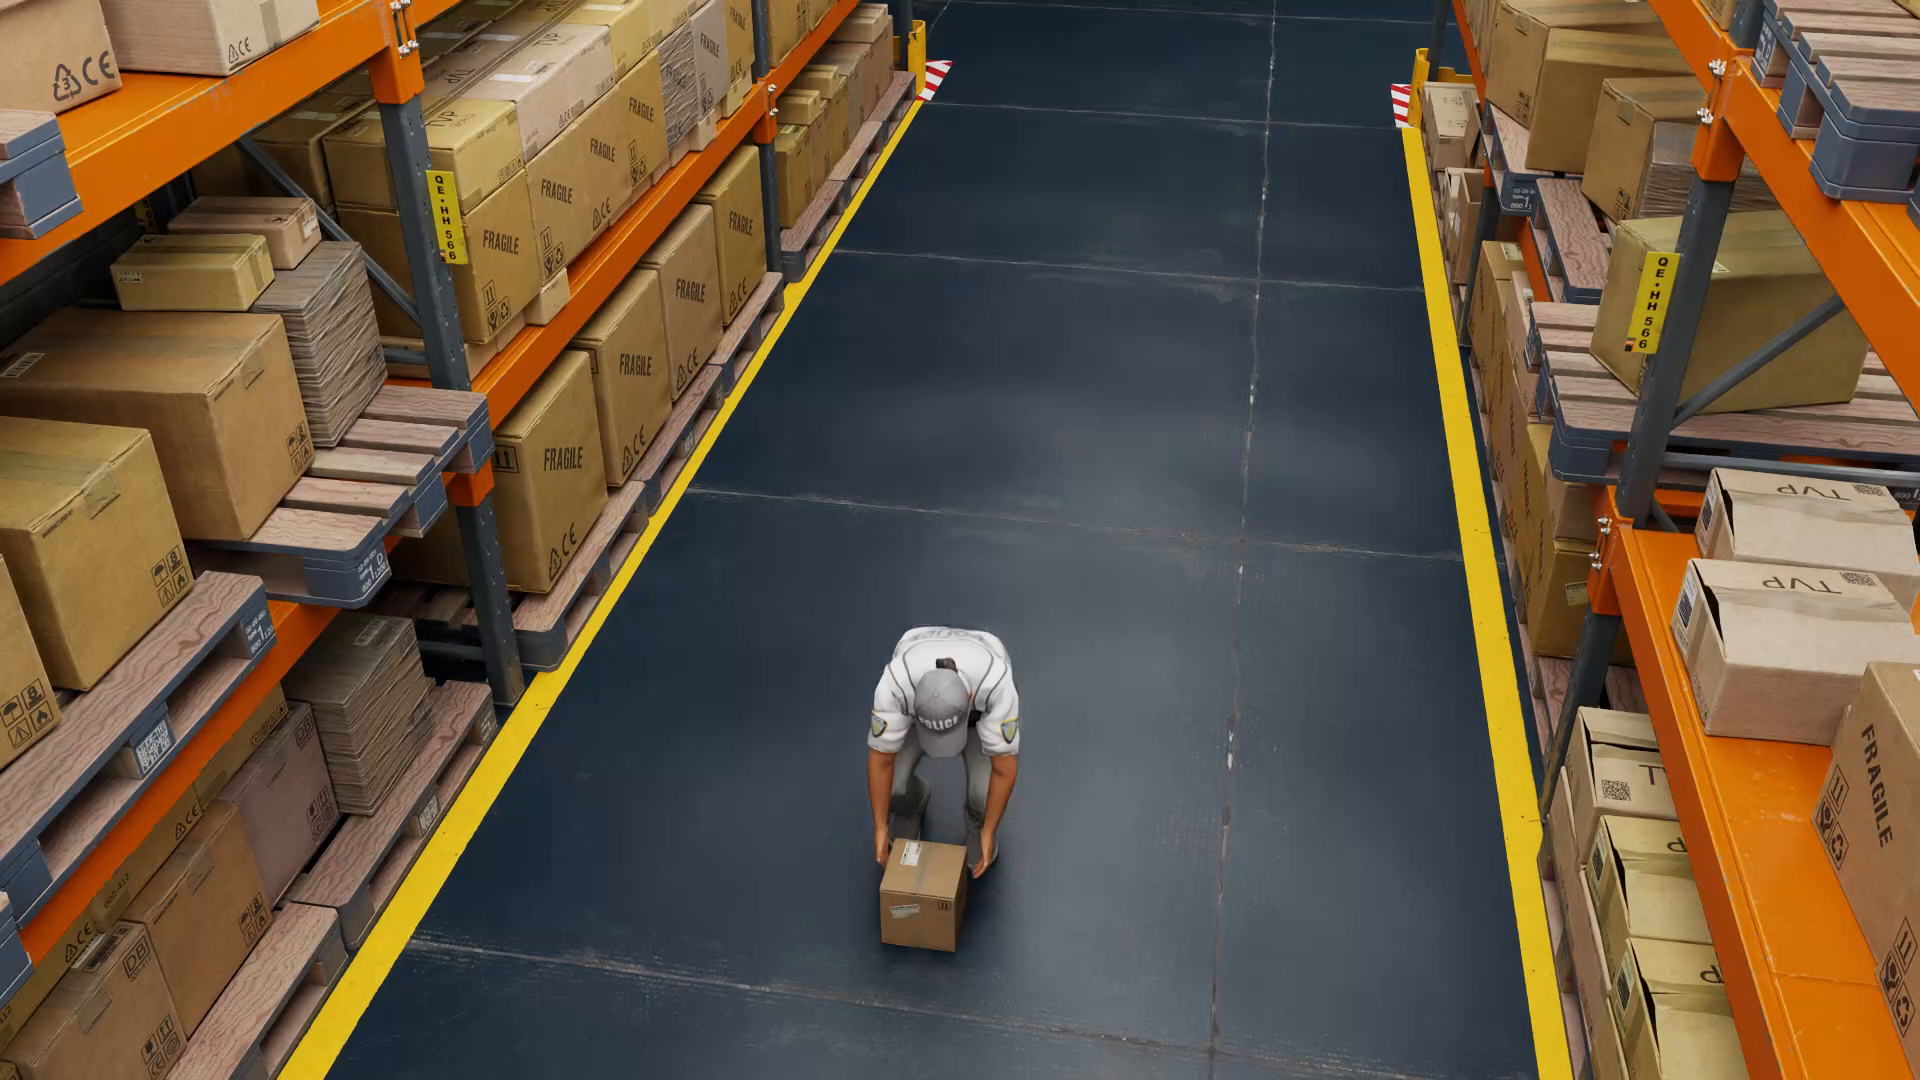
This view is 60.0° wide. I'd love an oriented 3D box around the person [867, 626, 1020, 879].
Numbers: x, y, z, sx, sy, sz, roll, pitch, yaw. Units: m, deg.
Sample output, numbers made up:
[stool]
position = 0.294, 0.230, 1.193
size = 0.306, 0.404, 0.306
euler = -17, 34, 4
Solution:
[person]
position = -0.041, 0.677, 5.684
size = 0.530, 1.016, 0.843
euler = 5, 33, 8
